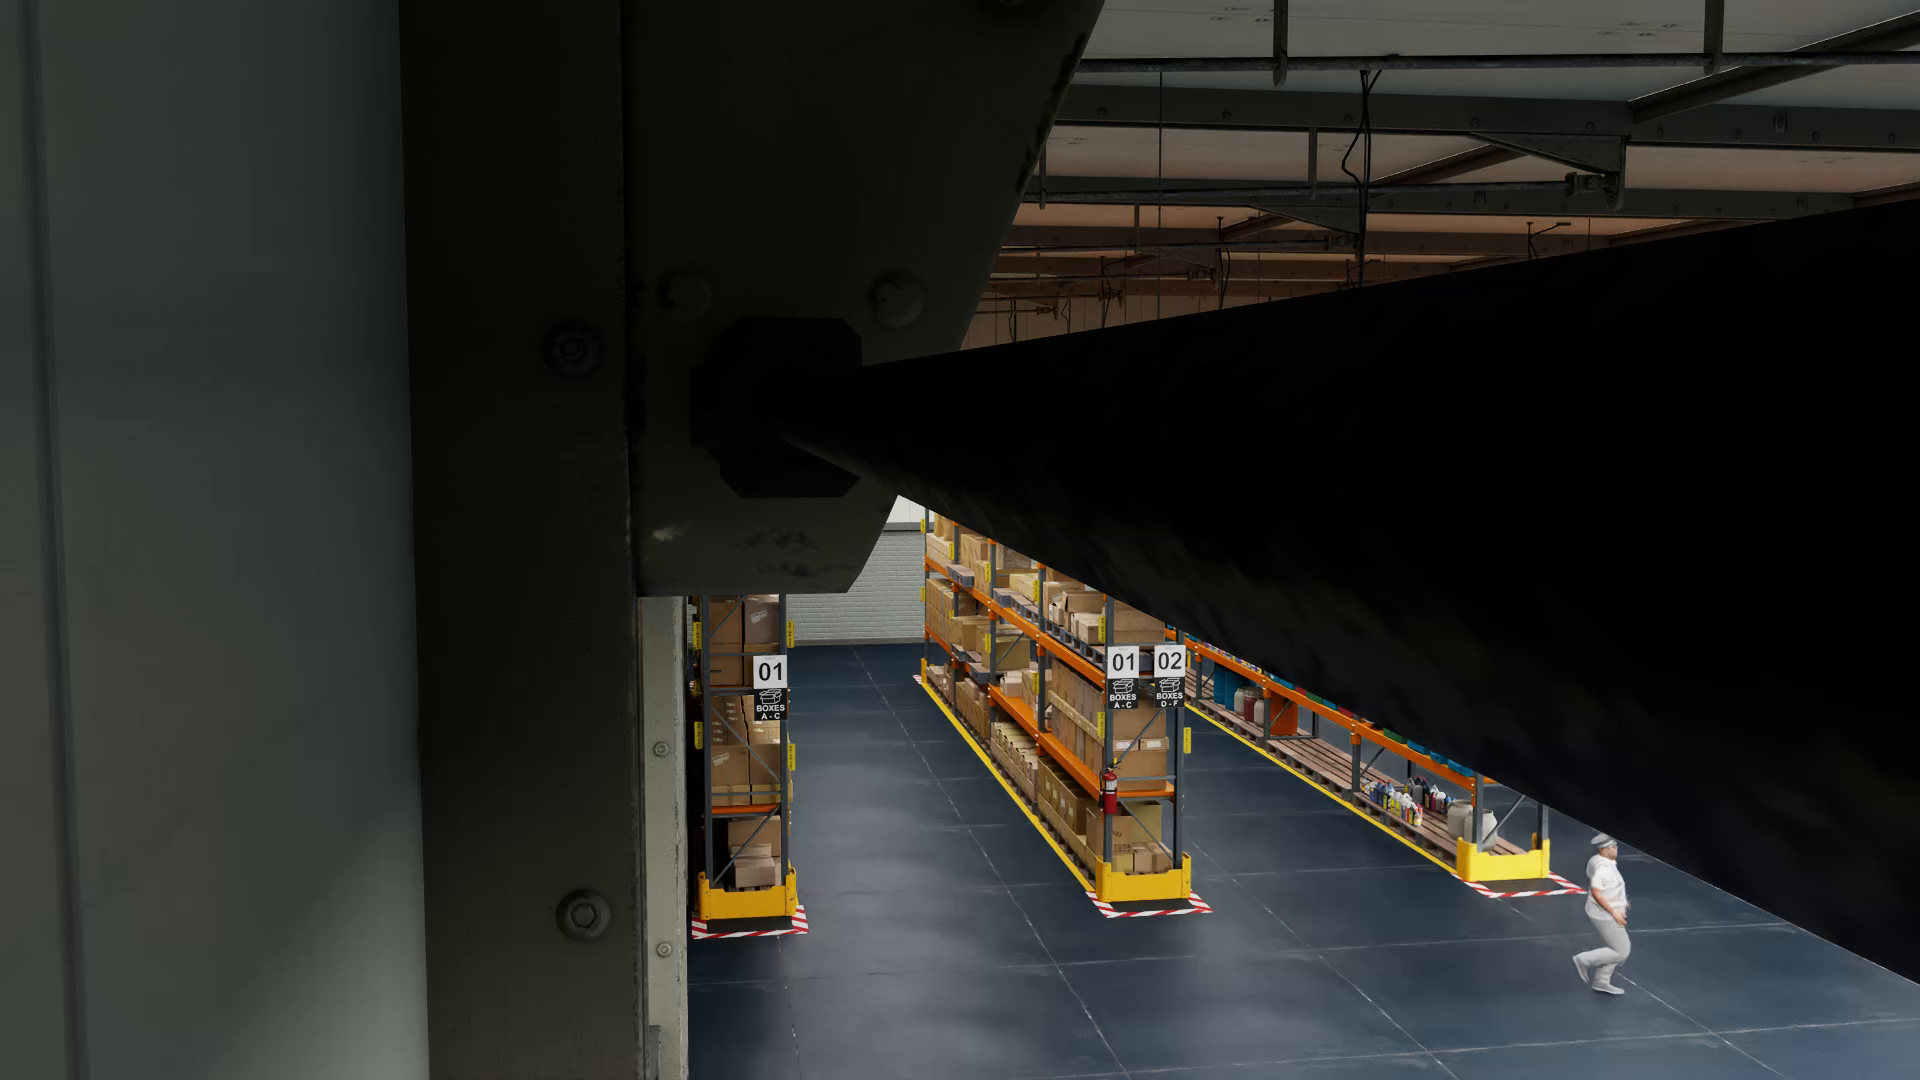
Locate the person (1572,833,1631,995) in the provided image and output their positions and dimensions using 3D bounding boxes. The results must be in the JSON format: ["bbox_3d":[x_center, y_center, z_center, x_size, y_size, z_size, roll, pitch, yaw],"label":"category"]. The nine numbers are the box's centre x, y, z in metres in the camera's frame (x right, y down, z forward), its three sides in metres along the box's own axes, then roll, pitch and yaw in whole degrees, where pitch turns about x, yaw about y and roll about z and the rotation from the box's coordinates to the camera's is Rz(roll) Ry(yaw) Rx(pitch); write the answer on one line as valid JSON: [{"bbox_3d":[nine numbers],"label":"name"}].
[{"bbox_3d":[6.778,3.932,17.550,0.603,1.741,0.665,1,5,12],"label":"person"}]

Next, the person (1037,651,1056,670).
[{"bbox_3d":[1.857,2.073,35.327,0.659,1.768,0.906,-1,5,-16],"label":"person"}]
